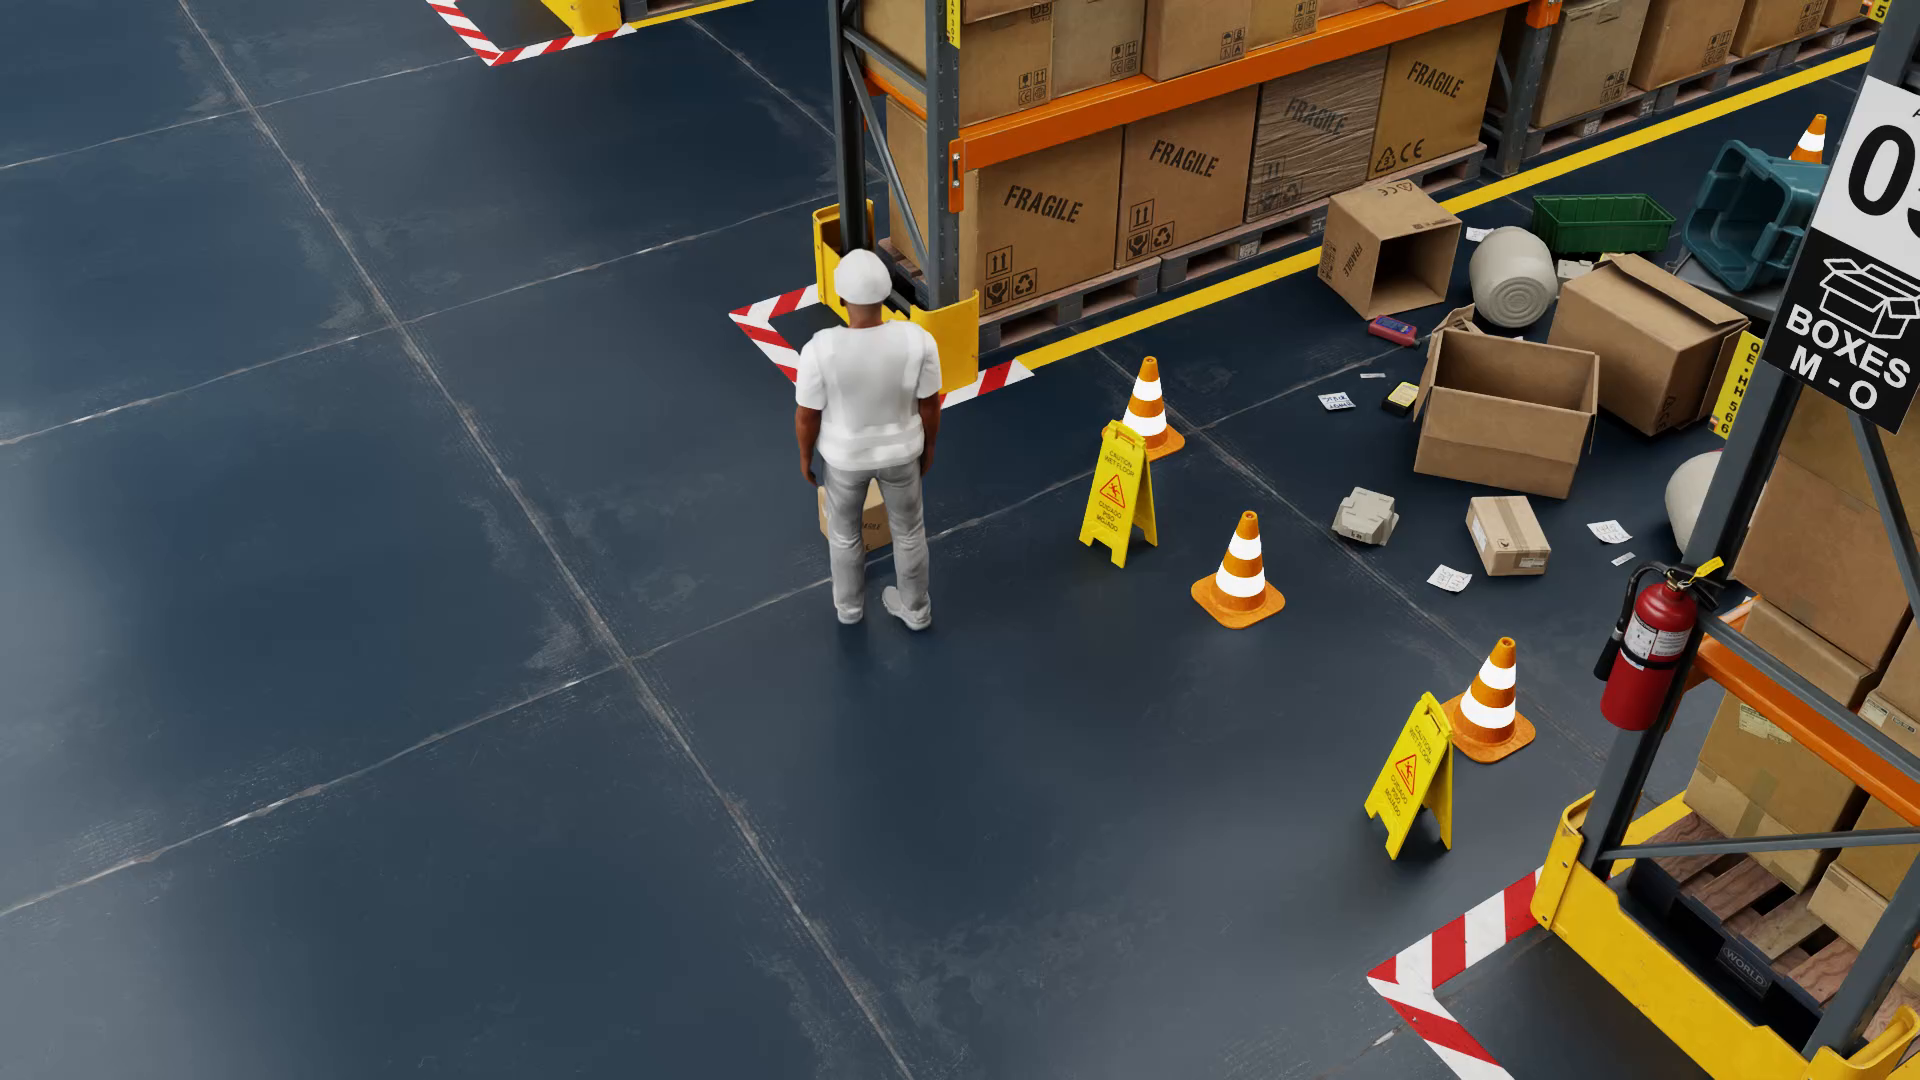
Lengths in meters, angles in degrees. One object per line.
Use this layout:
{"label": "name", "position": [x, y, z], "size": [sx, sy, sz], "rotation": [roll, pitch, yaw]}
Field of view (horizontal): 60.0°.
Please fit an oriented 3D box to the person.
{"label": "person", "position": [-0.364, -0.375, 6.589], "size": [0.568, 1.777, 0.426], "rotation": [-8, 41, -9]}
